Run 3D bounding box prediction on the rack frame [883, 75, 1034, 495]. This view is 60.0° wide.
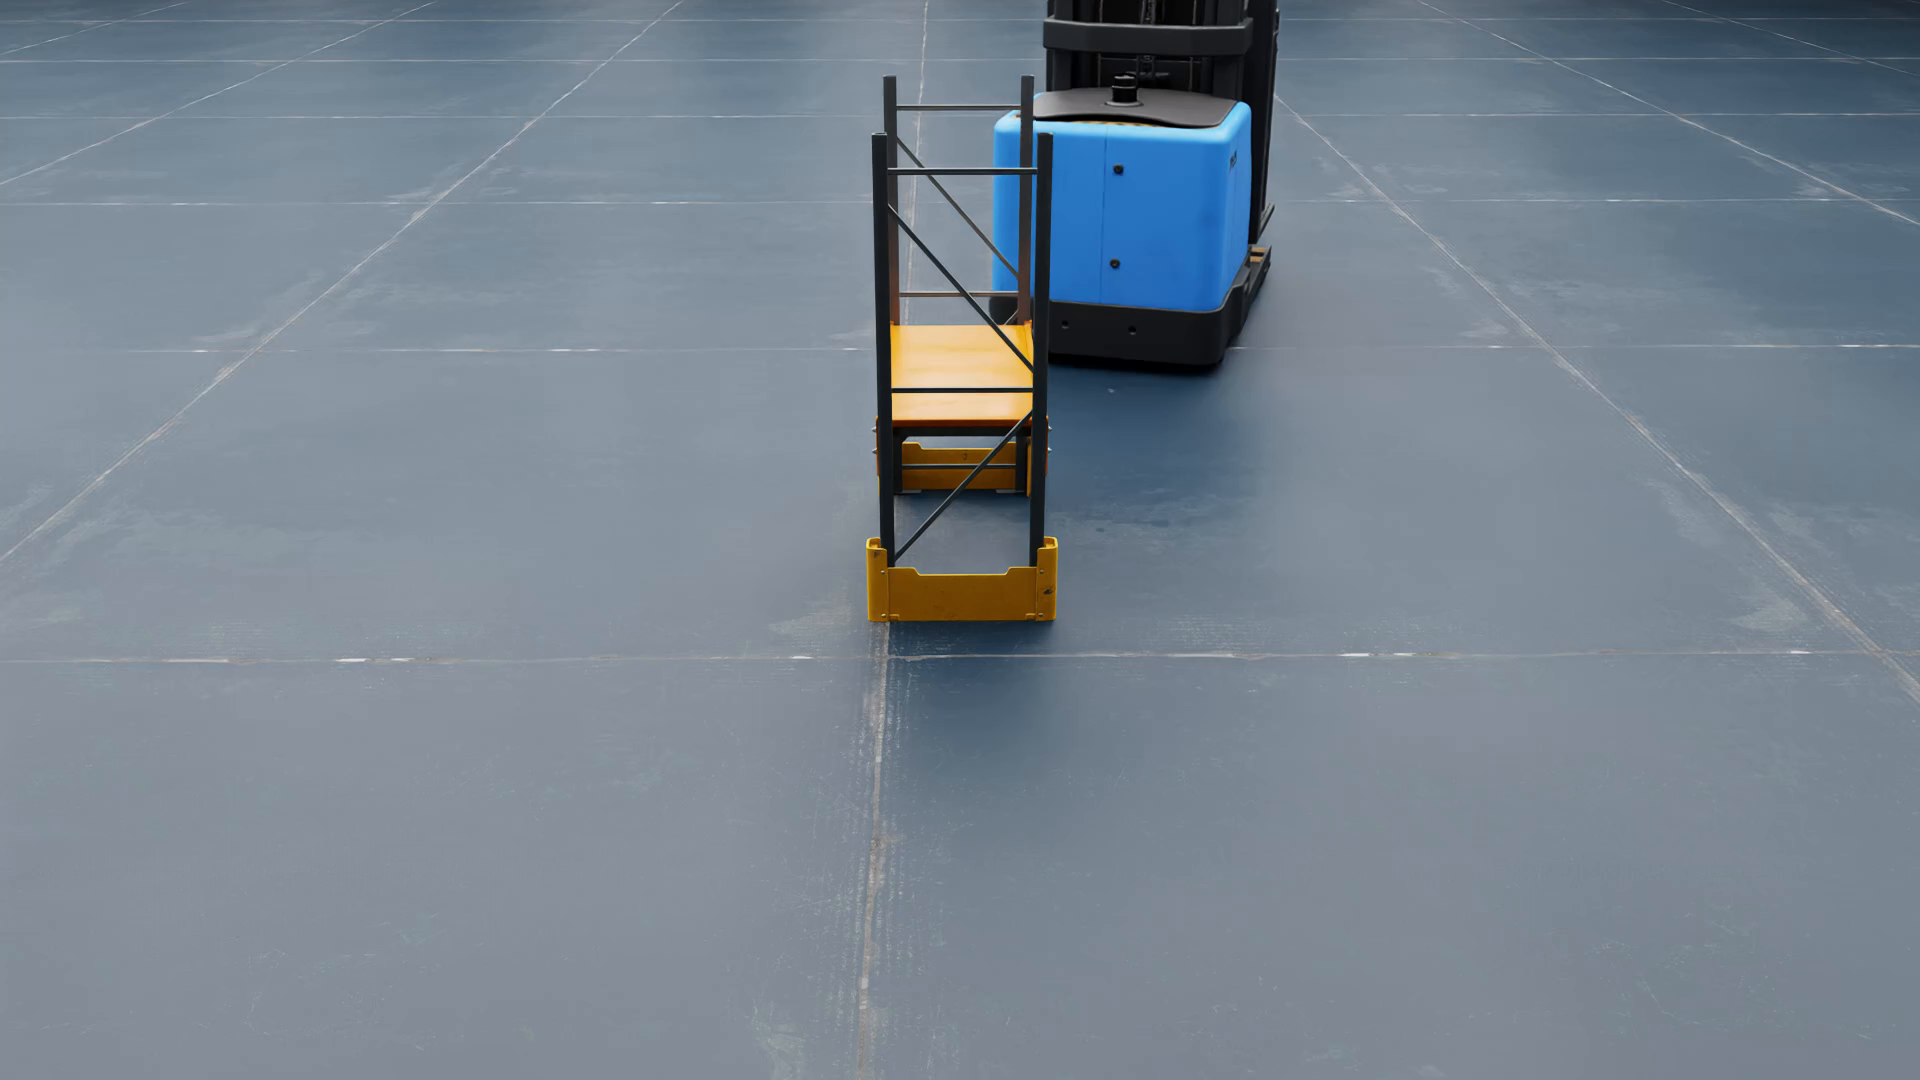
[{"bbox_3d":[-0.005,-0.858,5.826,0.500,1.500,0.032,0,24,-1],"label":"rack frame"}]

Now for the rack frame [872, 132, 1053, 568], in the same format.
[{"bbox_3d":[0.006,-0.439,4.900,0.500,1.500,0.032,0,24,-1],"label":"rack frame"}]

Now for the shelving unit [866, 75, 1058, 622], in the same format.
[{"bbox_3d":[0.001,-0.652,5.371,0.587,1.500,1.083,0,24,-1],"label":"shelving unit"}]

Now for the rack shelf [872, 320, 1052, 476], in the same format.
[{"bbox_3d":[0.001,-0.484,5.437,0.538,0.185,1.000,0,24,-1],"label":"rack shelf"}]

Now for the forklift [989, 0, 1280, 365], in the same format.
[{"bbox_3d":[1.025,-2.681,8.121,1.130,2.935,3.031,7,25,14],"label":"forklift"}]

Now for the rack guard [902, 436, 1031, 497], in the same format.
[{"bbox_3d":[-0.005,-0.288,6.083,0.587,0.250,0.087,0,24,-1],"label":"rack guard"}]

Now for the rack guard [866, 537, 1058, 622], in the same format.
[{"bbox_3d":[0.006,0.123,5.175,0.587,0.250,0.087,0,24,-1],"label":"rack guard"}]
